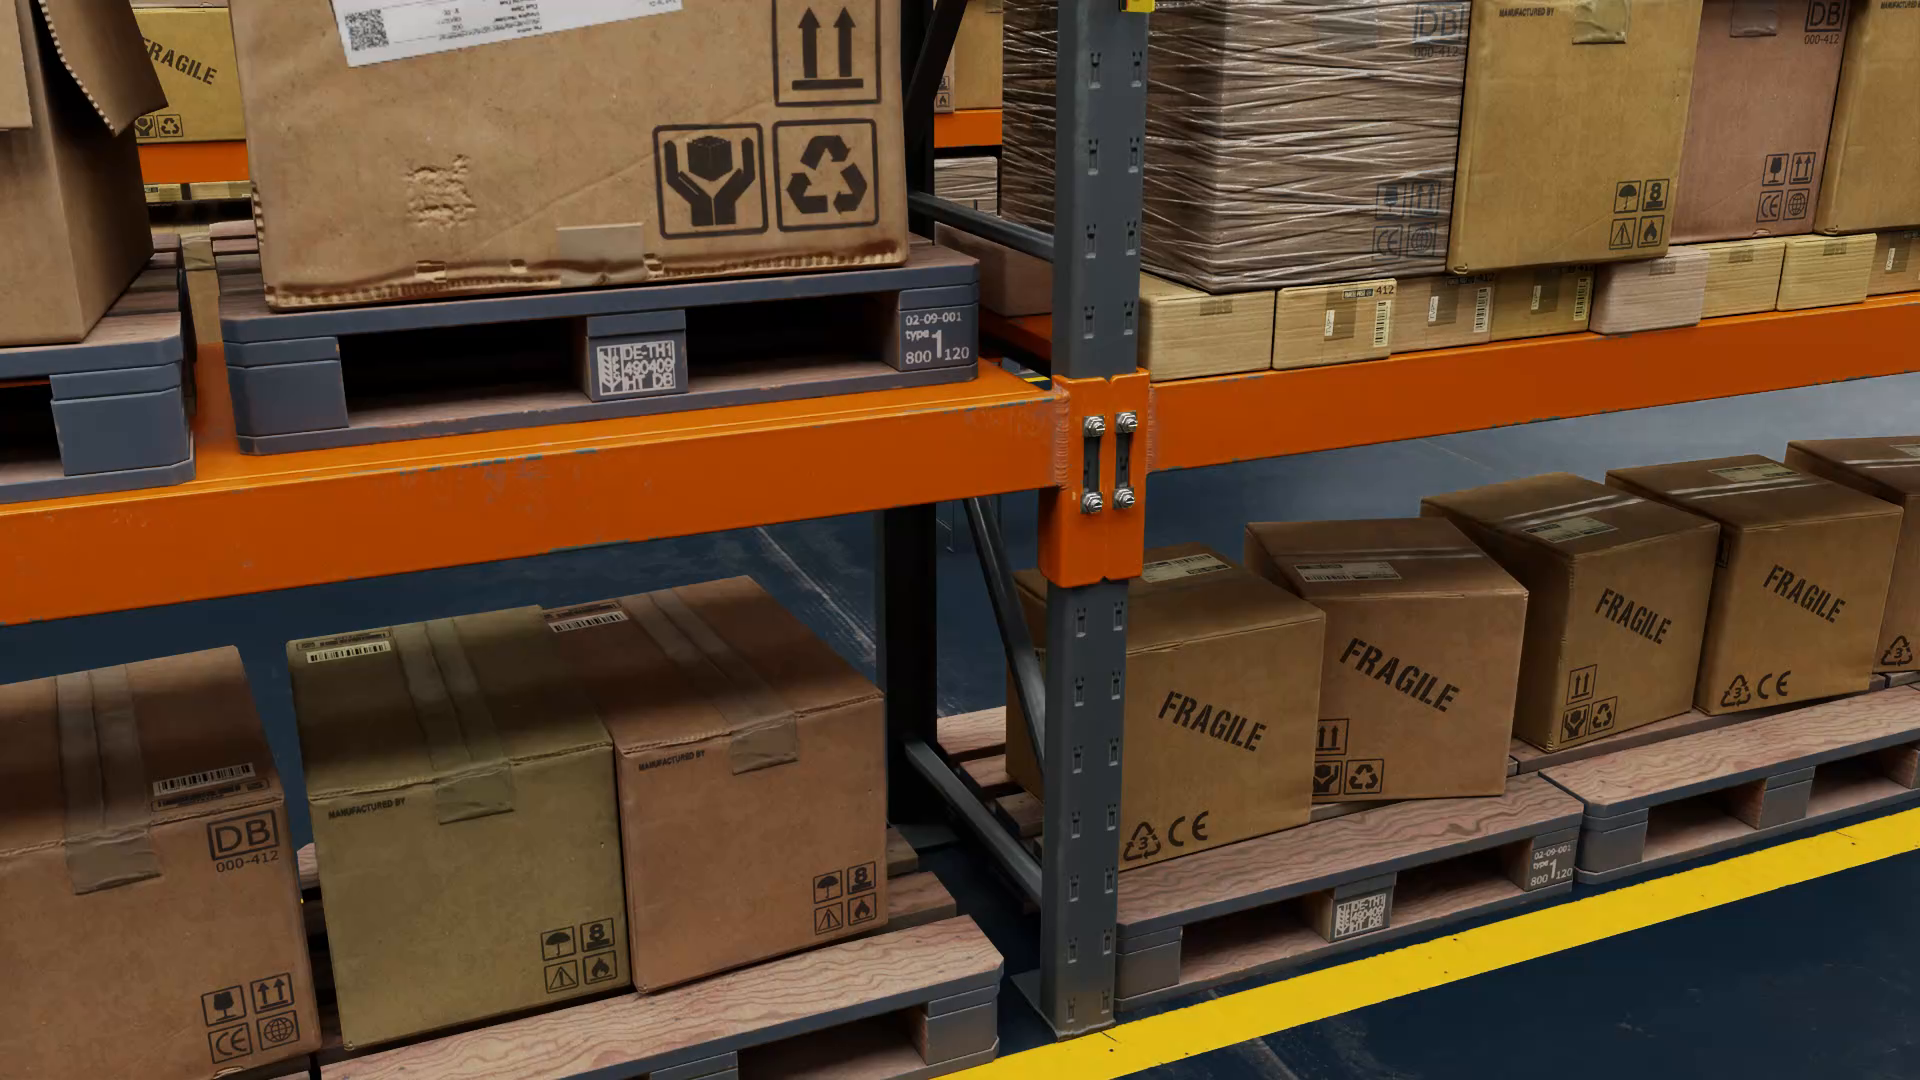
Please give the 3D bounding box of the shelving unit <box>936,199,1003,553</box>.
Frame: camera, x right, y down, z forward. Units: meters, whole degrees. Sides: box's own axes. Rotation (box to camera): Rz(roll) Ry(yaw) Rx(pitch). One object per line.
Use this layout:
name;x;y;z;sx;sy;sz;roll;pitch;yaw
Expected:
shelving unit;0.013;-0.568;5.828;0.189;1.200;0.258;-8;21;-22

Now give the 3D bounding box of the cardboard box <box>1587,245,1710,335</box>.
cardboard box;1.293;-0.540;3.417;0.250;0.149;0.380;-8;21;-22

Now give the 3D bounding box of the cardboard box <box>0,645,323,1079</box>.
cardboard box;-1.480;0.581;2.956;0.500;0.500;0.700;-10;22;-27

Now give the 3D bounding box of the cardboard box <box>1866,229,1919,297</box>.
cardboard box;1.952;-0.662;3.763;0.250;0.149;0.380;-8;21;-22

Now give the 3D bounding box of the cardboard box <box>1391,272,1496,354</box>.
cardboard box;0.821;-0.484;3.258;0.250;0.149;0.380;-8;21;-22

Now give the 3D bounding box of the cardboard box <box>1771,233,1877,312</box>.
cardboard box;1.740;-0.615;3.630;0.250;0.149;0.380;-8;21;-22

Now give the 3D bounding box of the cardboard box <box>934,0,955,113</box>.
cardboard box;-0.448;-2.359;7.978;0.550;0.550;0.875;-8;21;-22

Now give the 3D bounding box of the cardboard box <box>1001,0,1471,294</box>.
cardboard box;0.489;-0.823;3.245;0.500;0.500;0.875;-8;21;-22

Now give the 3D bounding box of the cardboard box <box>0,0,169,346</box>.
cardboard box;-1.504;-0.586;2.382;0.637;0.503;0.797;-6;20;-16

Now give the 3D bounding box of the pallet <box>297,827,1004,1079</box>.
pallet;-0.663;0.823;3.367;1.213;0.211;1.003;-8;21;-22

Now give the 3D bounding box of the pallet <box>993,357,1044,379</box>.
pallet;0.031;-1.044;8.669;1.213;0.211;1.003;-8;21;-22

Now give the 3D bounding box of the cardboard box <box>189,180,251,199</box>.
cardboard box;-5.013;-2.411;11.676;0.625;0.372;0.950;-7;21;-19

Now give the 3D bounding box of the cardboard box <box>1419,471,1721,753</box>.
cardboard box;1.496;0.162;4.177;0.500;0.500;0.500;-10;22;-27

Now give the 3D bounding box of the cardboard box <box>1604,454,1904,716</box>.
cardboard box;2.027;0.102;4.347;0.500;0.500;0.500;-6;20;-17

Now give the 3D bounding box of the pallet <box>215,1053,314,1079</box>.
pallet;-1.785;0.985;2.908;1.213;0.211;1.003;-8;21;-22

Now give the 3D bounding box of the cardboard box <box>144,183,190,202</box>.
cardboard box;-5.651;-2.319;11.415;0.625;0.372;0.950;-7;21;-20

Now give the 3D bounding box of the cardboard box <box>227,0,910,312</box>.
cardboard box;-0.734;-1.015;2.851;1.000;1.000;1.000;-8;21;-22

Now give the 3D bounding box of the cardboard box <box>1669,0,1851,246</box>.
cardboard box;1.381;-0.975;3.675;0.500;0.500;0.875;-8;21;-22

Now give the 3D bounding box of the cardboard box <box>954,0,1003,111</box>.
cardboard box;-0.001;-2.459;8.263;0.500;0.550;0.875;-8;21;-22

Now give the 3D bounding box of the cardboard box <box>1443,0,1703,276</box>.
cardboard box;0.962;-0.878;3.401;0.500;0.500;0.875;-8;21;-22

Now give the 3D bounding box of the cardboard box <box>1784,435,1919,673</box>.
cardboard box;2.609;0.026;4.565;0.500;0.500;0.500;-3;20;-8

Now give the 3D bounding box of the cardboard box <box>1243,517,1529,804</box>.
cardboard box;0.957;0.268;3.877;0.500;0.500;0.500;-2;19;-5

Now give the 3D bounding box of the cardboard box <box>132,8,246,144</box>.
cardboard box;-3.122;-1.885;6.709;0.500;0.500;0.500;-8;21;-21

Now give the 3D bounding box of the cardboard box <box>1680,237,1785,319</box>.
cardboard box;1.506;-0.585;3.546;0.250;0.149;0.380;-8;21;-22

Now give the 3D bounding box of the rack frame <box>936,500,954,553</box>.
rack frame;-0.071;-0.556;5.794;0.006;1.200;0.240;-8;21;-22

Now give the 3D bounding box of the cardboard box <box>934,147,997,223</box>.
cardboard box;-0.389;-1.498;8.328;0.875;0.875;0.875;-8;21;-22

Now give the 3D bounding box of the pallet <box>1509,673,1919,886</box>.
pallet;1.776;0.459;4.401;1.213;0.211;1.003;-8;21;-22

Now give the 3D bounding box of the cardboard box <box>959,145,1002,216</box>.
cardboard box;0.449;-1.618;8.666;0.875;0.875;0.875;-9;21;-23

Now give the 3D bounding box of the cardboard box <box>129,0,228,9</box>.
cardboard box;-3.210;-2.438;6.774;0.500;0.500;0.700;-8;21;-21

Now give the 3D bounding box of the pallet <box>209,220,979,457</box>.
pallet;-0.708;-0.449;3.069;1.213;0.211;1.003;-8;21;-22

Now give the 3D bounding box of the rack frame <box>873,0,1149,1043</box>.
rack frame;0.051;-0.595;3.196;0.127;3.000;1.000;-8;21;-22

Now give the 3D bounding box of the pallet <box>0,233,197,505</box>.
pallet;-1.820;-0.252;2.509;1.213;0.211;1.003;-8;21;-22

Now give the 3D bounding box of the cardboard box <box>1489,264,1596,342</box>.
cardboard box;1.047;-0.519;3.359;0.250;0.149;0.380;-8;21;-22

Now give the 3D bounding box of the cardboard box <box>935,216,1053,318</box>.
cardboard box;0.132;-0.595;3.573;0.250;0.149;0.380;-8;21;-22

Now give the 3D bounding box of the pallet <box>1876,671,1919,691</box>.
pallet;2.894;0.300;4.853;1.213;0.211;1.003;-8;21;-22

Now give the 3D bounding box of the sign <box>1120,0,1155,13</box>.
sign;0.275;-0.973;2.525;0.005;0.325;0.100;-8;21;-22

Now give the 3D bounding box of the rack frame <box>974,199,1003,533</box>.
rack frame;0.097;-0.580;5.862;0.006;1.200;0.240;-8;21;-22

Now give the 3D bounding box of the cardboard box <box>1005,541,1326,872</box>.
cardboard box;0.434;0.345;3.657;0.500;0.500;0.500;-9;21;-24

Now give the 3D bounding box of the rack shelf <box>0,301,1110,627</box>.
rack shelf;-1.785;0.007;2.569;4.000;0.370;1.077;-8;21;-22

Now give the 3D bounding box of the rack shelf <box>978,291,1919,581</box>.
rack shelf;1.888;-0.519;4.063;4.000;0.370;1.077;-8;21;-22

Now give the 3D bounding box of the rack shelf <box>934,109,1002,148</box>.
rack shelf;0.016;-2.045;8.397;4.000;0.370;1.077;-8;21;-22

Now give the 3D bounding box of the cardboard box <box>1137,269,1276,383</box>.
cardboard box;0.368;-0.413;3.058;0.250;0.149;0.380;-8;21;-22

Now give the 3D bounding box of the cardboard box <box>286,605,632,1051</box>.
cardboard box;-0.966;0.507;3.166;0.500;0.500;0.700;-8;21;-22

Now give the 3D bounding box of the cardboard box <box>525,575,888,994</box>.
cardboard box;-0.521;0.450;3.328;0.500;0.500;0.700;-10;22;-26

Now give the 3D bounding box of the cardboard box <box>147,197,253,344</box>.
cardboard box;-3.242;-1.023;7.167;0.750;0.750;1.050;-8;21;-22

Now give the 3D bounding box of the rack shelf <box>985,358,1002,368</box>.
rack shelf;0.013;-0.639;5.803;0.180;0.103;0.258;-8;21;-22

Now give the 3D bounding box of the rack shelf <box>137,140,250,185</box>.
rack shelf;-3.657;-1.519;6.902;4.000;0.370;1.077;-8;21;-22

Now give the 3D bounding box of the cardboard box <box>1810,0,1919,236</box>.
cardboard box;1.857;-1.028;3.826;0.500;0.500;0.875;-8;21;-22

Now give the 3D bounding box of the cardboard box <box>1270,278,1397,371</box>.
cardboard box;0.603;-0.442;3.140;0.250;0.149;0.380;-8;21;-22

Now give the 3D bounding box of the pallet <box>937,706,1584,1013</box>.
pallet;0.654;0.621;3.941;1.213;0.211;1.003;-8;21;-22
